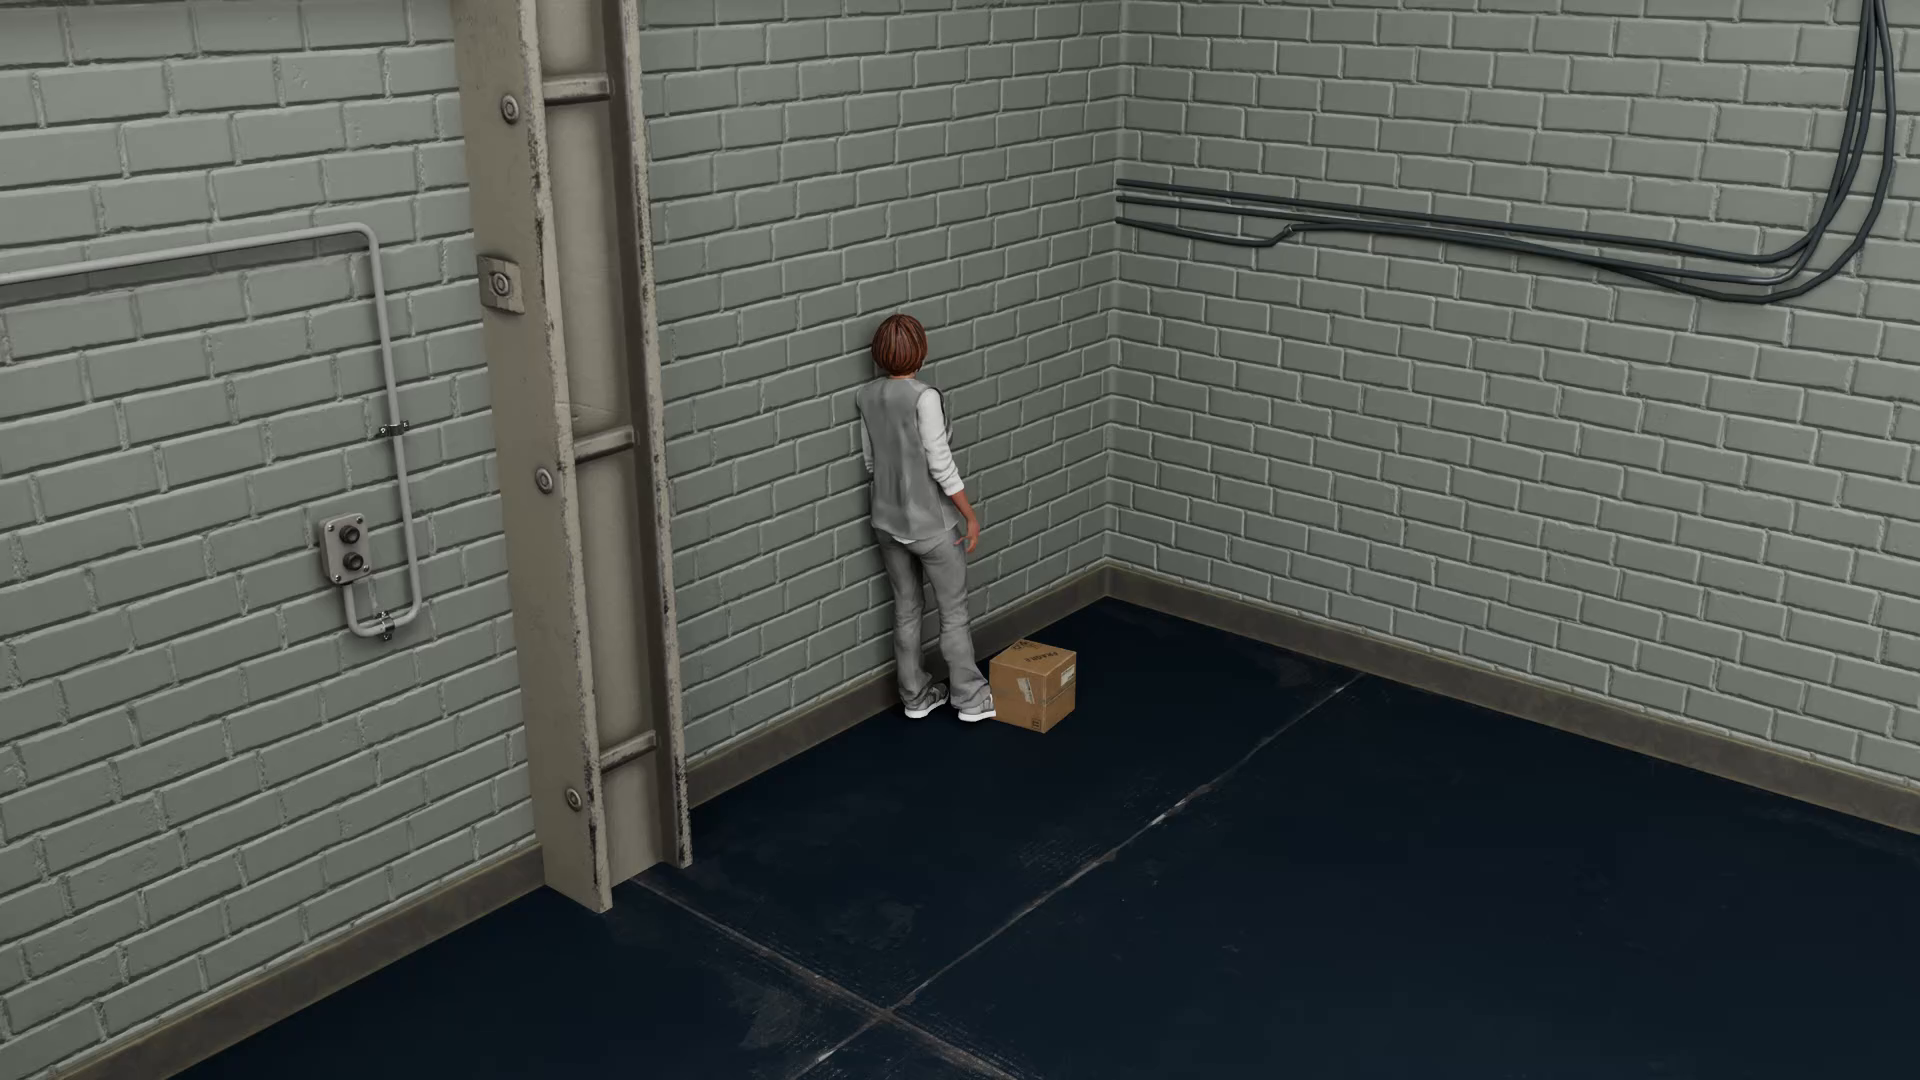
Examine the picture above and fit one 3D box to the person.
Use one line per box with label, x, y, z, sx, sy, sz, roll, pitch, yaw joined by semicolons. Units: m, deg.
person;-0.107;-0.079;6.275;0.520;1.599;0.472;16;26;36
